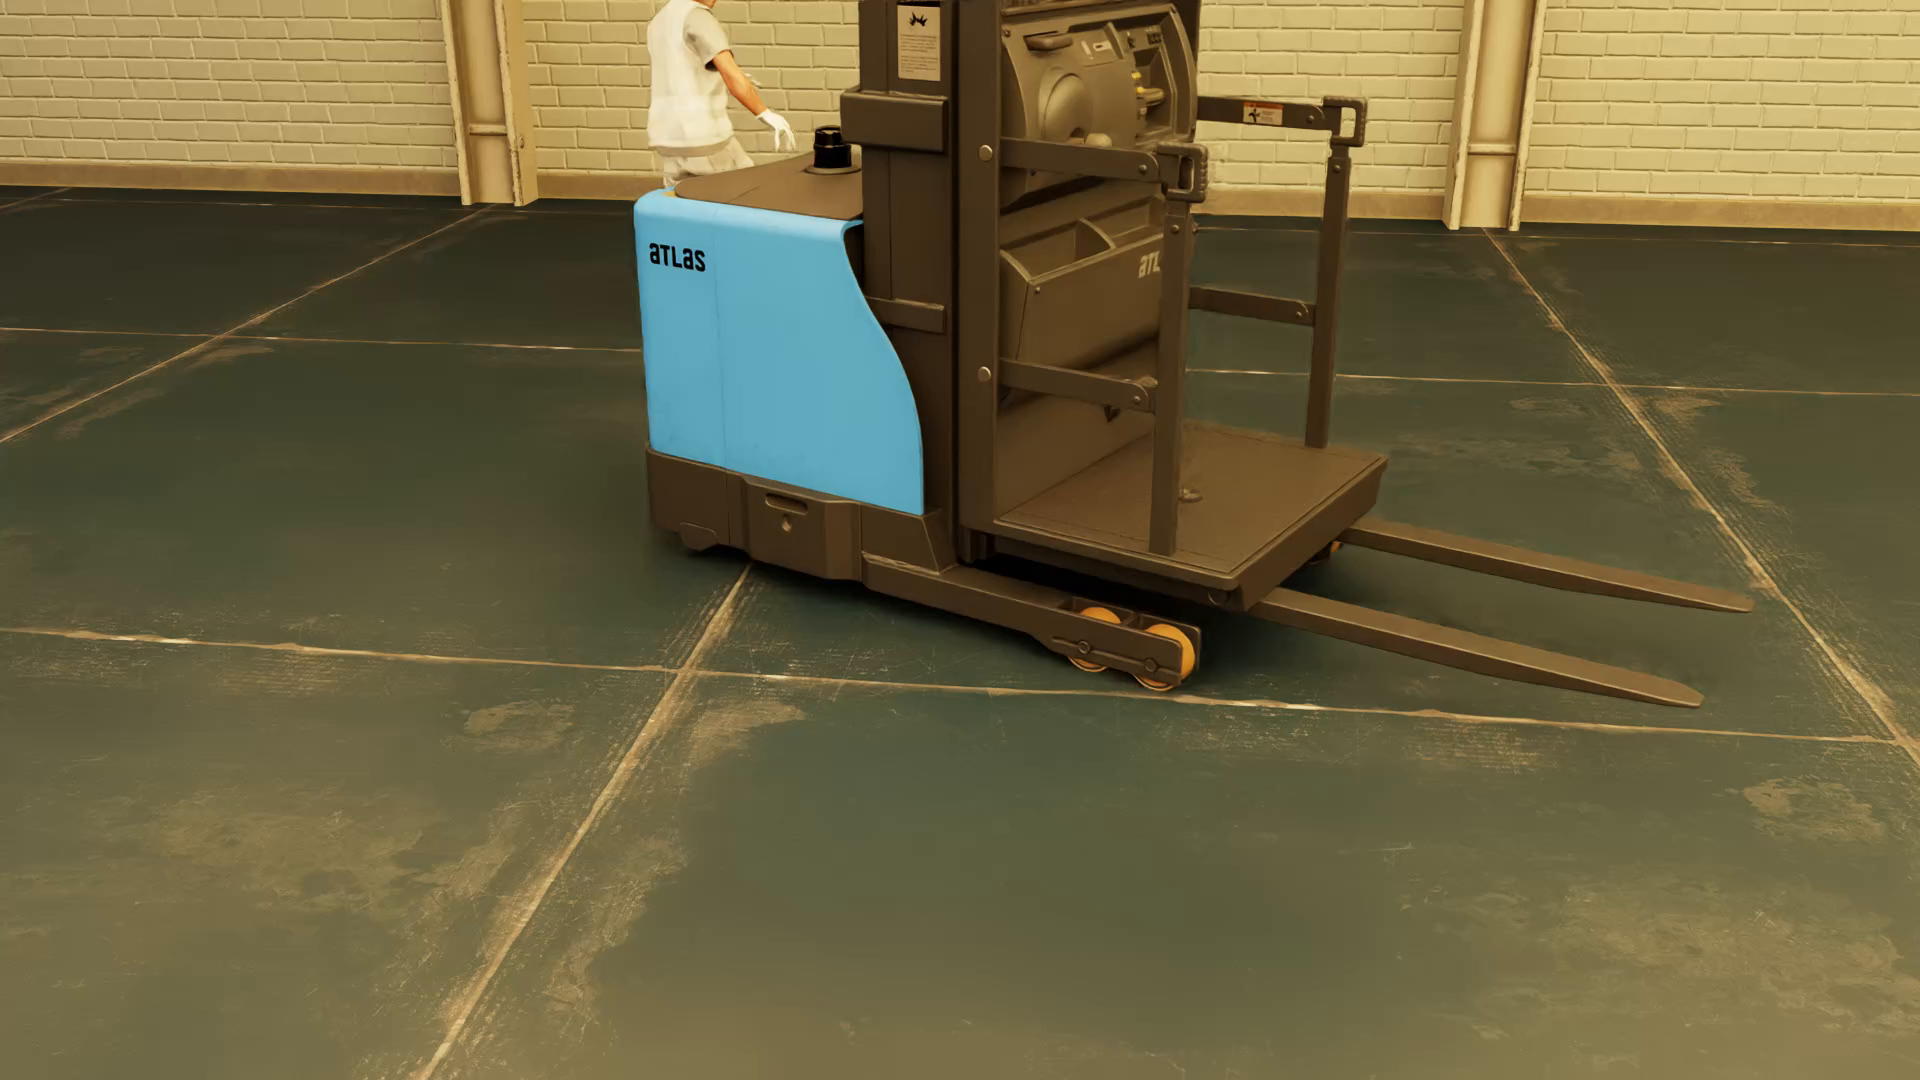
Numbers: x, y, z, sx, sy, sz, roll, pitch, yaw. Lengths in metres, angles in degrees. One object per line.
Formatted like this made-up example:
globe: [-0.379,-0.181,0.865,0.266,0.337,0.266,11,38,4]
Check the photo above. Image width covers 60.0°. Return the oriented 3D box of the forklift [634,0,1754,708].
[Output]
forklift: [0.554,-1.202,4.237,3.031,2.935,1.130,14,26,31]

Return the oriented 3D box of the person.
person: [-1.047,-1.850,7.574,0.895,1.644,0.852,15,27,33]
